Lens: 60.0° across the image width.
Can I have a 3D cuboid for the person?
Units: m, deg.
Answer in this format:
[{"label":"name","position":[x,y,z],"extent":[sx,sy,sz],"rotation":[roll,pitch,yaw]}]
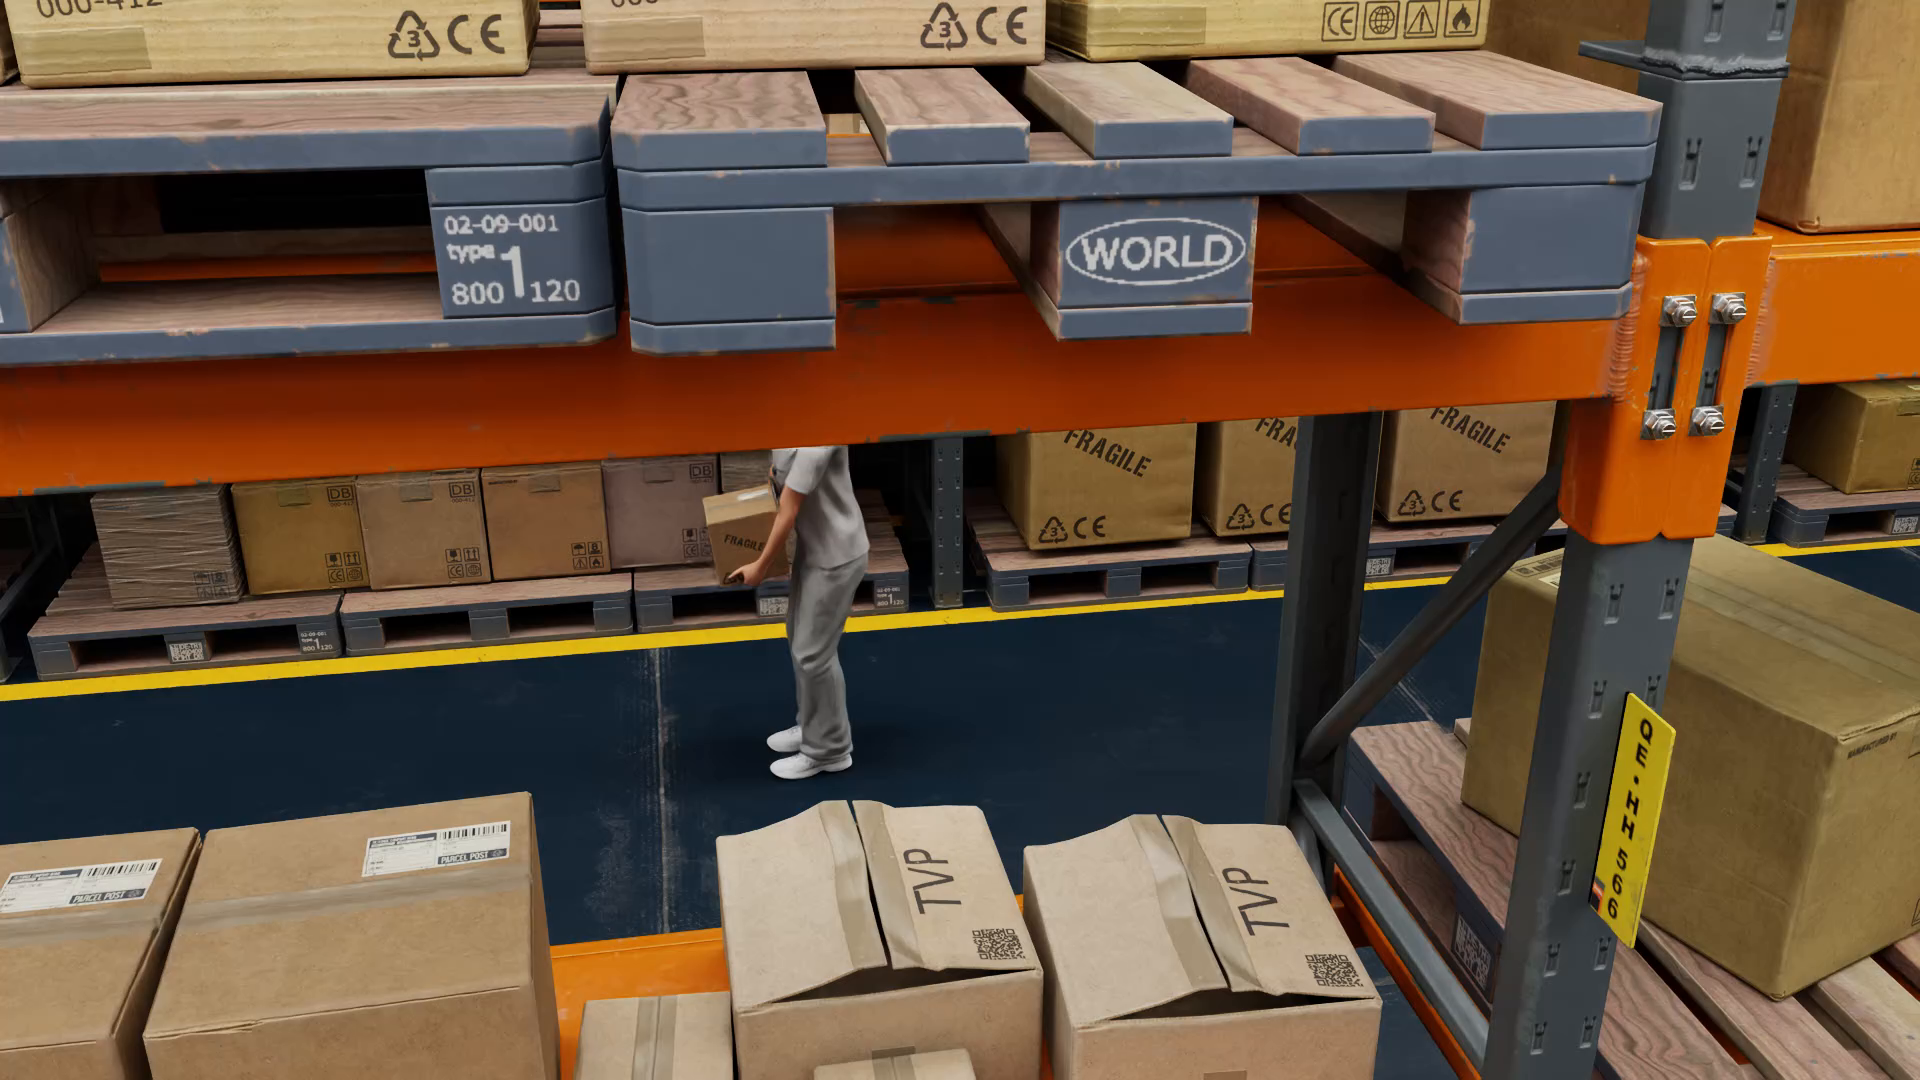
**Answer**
[{"label":"person","position":[-0.582,0.071,5.957],"extent":[0.512,1.664,0.411],"rotation":[-5,24,-11]}]
